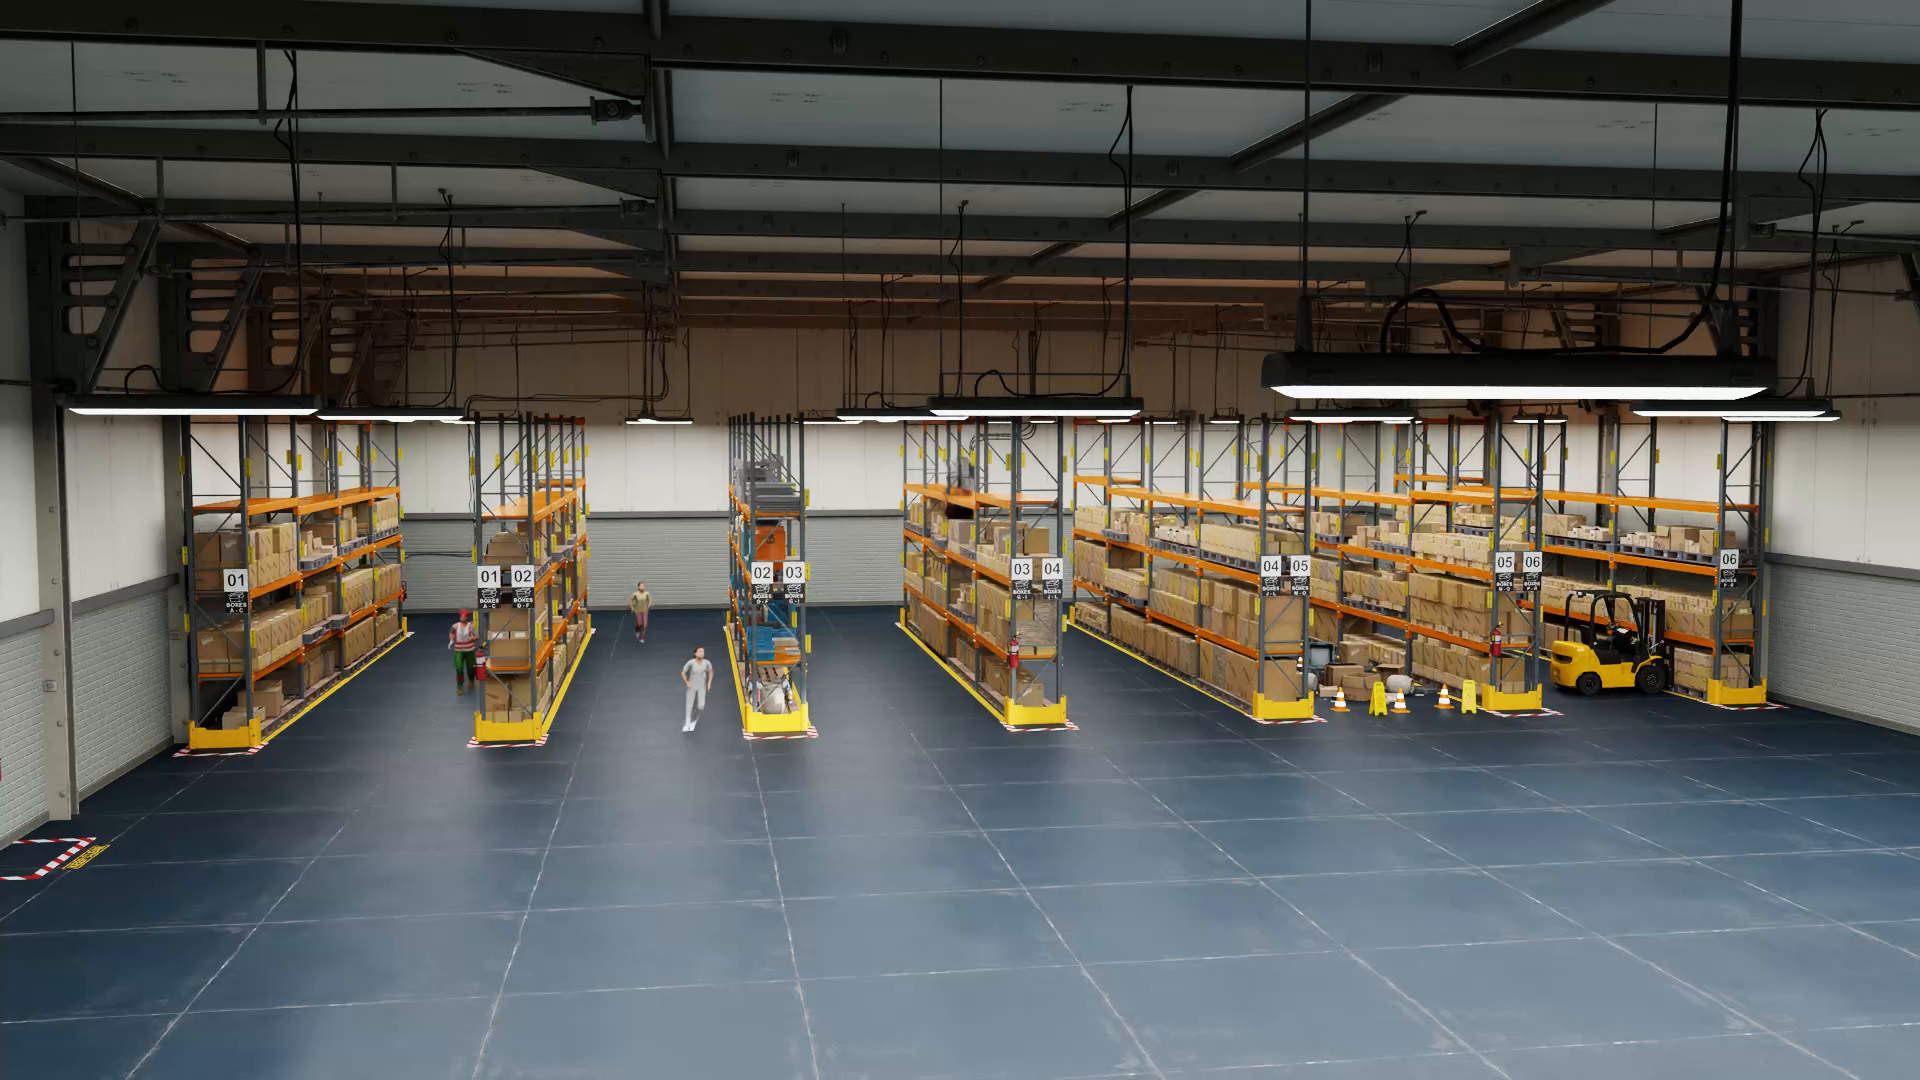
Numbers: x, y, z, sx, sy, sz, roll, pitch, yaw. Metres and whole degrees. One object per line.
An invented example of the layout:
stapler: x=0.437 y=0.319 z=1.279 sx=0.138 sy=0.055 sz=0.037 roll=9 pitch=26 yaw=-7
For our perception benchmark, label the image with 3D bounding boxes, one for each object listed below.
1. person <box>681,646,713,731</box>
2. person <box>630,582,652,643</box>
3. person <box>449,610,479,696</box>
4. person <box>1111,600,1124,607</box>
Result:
person: x=-4.909 y=2.785 z=31.149 sx=0.624 sy=1.610 sz=0.562 roll=-1 pitch=4 yaw=-17
person: x=-8.448 y=1.933 z=44.109 sx=0.571 sy=1.594 sz=0.580 roll=-1 pitch=4 yaw=-21
person: x=-10.605 y=2.378 z=35.587 sx=0.659 sy=1.774 sz=1.002 roll=-1 pitch=4 yaw=-9
person: x=4.719 y=1.512 z=49.925 sx=0.746 sy=1.649 sz=0.649 roll=-2 pitch=4 yaw=-21
